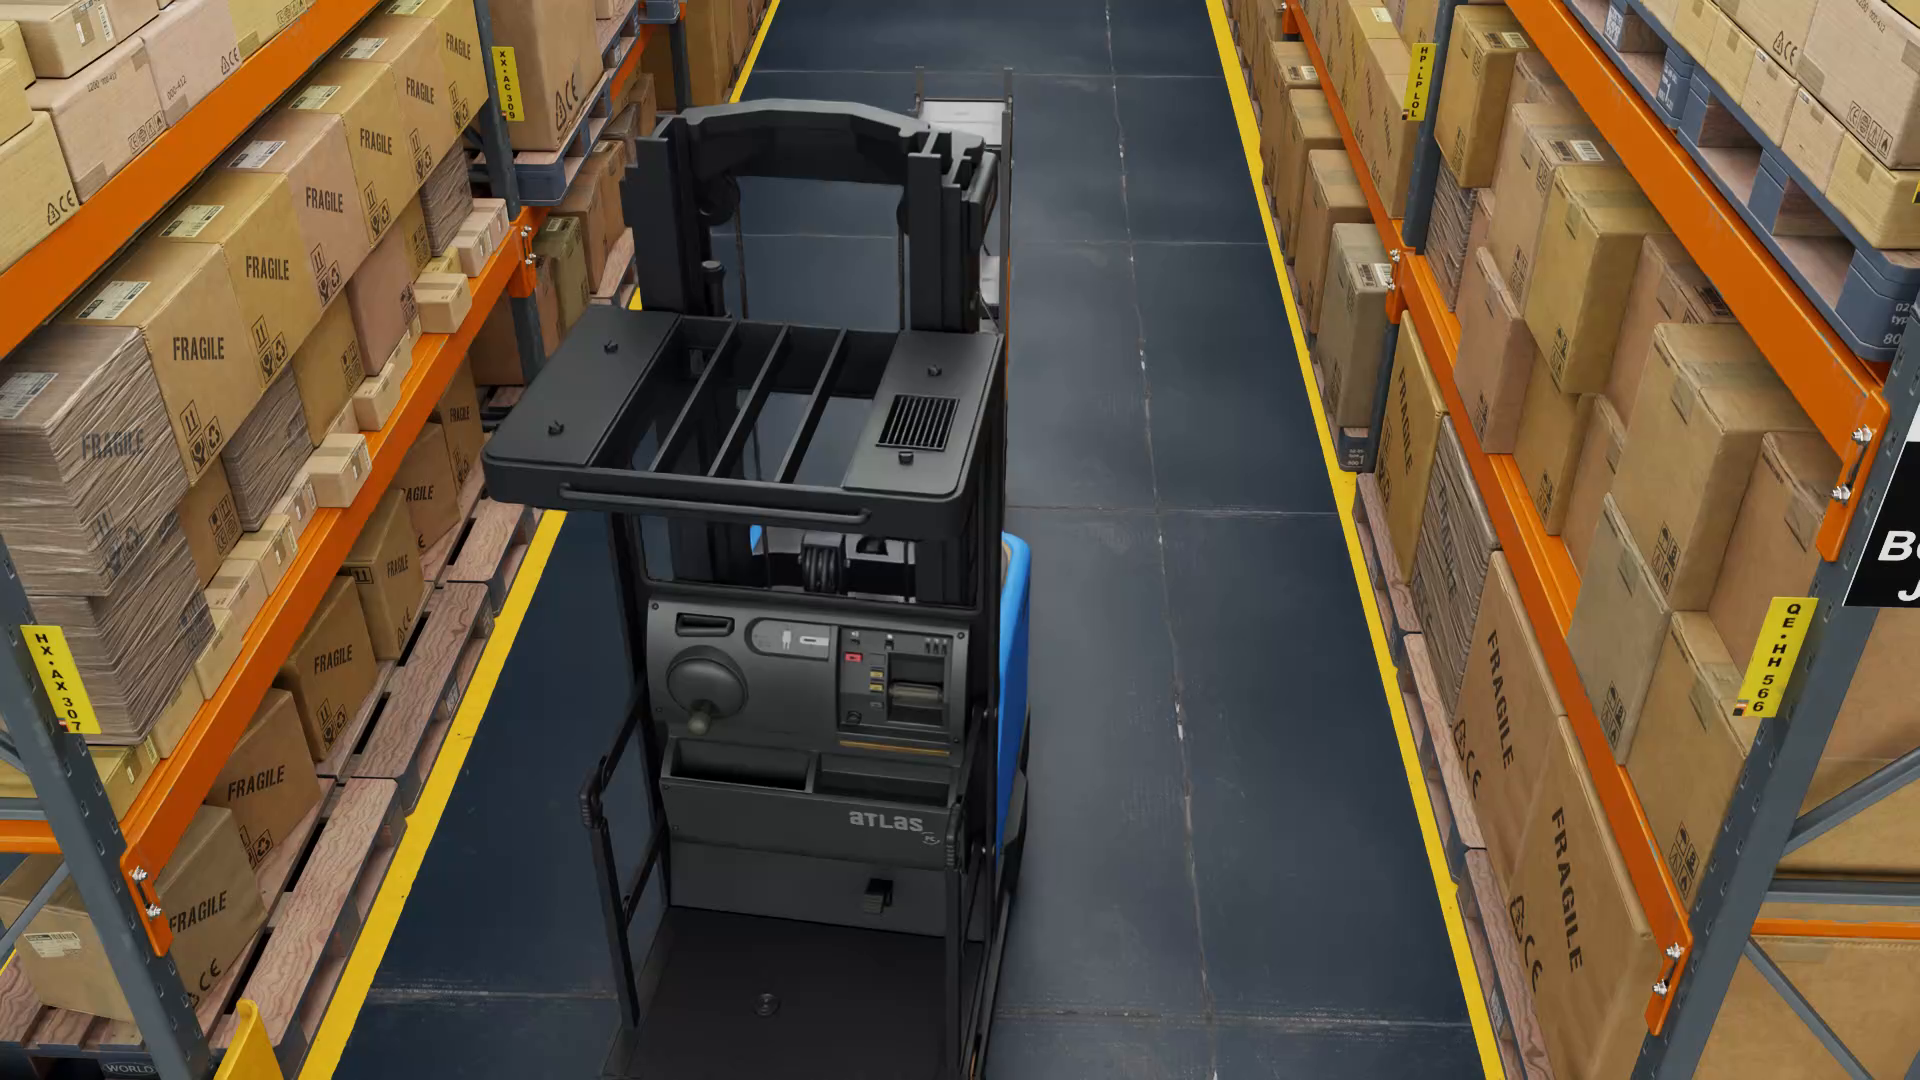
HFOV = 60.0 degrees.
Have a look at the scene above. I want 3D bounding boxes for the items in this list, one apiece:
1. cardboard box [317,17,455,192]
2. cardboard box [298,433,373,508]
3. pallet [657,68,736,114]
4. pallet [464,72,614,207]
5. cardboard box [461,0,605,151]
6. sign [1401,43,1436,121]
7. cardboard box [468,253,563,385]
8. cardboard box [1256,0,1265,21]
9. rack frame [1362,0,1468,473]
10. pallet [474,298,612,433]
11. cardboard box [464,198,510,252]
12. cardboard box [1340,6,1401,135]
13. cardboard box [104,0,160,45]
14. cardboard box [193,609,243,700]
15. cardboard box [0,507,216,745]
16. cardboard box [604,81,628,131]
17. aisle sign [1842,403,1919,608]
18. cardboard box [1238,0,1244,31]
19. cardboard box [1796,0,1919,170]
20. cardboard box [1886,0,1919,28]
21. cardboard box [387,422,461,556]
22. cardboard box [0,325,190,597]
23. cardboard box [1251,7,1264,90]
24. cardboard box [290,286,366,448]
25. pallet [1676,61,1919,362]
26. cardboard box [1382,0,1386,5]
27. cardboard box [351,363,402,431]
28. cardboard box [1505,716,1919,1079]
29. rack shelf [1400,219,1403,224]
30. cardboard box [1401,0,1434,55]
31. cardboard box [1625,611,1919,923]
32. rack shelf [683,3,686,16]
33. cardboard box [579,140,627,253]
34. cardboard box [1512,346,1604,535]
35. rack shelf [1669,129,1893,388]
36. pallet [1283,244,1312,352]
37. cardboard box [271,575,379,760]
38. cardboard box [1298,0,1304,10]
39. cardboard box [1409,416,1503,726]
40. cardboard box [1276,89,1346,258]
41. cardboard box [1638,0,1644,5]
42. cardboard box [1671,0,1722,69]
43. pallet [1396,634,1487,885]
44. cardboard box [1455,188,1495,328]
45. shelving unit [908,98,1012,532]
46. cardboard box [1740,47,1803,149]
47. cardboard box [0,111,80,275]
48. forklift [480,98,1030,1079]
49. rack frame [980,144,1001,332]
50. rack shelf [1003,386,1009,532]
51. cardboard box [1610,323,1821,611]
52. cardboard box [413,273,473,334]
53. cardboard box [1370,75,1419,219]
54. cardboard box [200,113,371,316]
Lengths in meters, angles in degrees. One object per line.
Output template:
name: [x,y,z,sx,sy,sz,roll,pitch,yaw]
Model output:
cardboard box: [-2.262,-1.645,6.266,0.500,0.500,0.500,1,35,2]
cardboard box: [-2.254,-0.242,5.704,0.380,0.149,0.250,1,35,2]
pallet: [-2.233,-3.234,12.167,1.003,0.211,1.213,1,35,2]
pallet: [-2.325,-1.982,8.129,1.003,0.211,1.213,1,35,2]
cardboard box: [-2.329,-2.496,7.805,1.000,1.000,1.000,2,35,2]
sign: [1.909,-1.901,6.908,0.100,0.325,0.005,1,35,2]
cardboard box: [-2.454,-1.135,8.547,0.700,0.500,0.500,-1,35,-2]
cardboard box: [2.387,-3.896,11.841,0.500,0.250,0.500,2,35,3]
rack frame: [2.451,-1.452,7.208,1.000,3.000,0.127,1,35,2]
pallet: [-2.471,-0.932,8.892,1.003,0.211,1.213,1,35,2]
cardboard box: [-2.215,-1.392,7.340,0.380,0.149,0.250,1,35,2]
cardboard box: [2.246,-2.380,8.441,0.500,0.500,0.500,2,35,2]
cardboard box: [-2.329,-1.398,4.305,0.380,0.149,0.250,1,35,2]
cardboard box: [-2.357,0.331,4.889,0.380,0.149,0.250,1,35,2]
cardboard box: [-2.612,0.195,4.518,0.875,0.500,0.500,1,35,2]
cardboard box: [-2.348,-2.697,10.117,0.500,0.250,0.500,5,35,7]
aisle sign: [1.988,-0.184,3.142,0.394,0.787,0.004,1,35,2]
cardboard box: [2.451,-4.174,12.889,0.500,0.500,0.500,2,35,3]
cardboard box: [2.031,-0.942,3.293,0.500,0.250,0.500,2,35,3]
cardboard box: [1.965,-1.019,3.055,0.380,0.149,0.250,2,35,2]
cardboard box: [-2.710,-0.194,5.714,1.144,2.239,2.984,12,37,17]
cardboard box: [-2.367,-0.208,4.222,0.500,0.500,0.500,1,35,2]
cardboard box: [2.402,-3.582,12.047,0.500,0.500,0.500,3,35,4]
cardboard box: [-2.609,-0.711,5.936,0.875,0.649,0.860,1,35,2]
pallet: [2.310,-0.772,3.708,1.003,0.211,1.213,1,35,2]
cardboard box: [2.526,-3.064,8.544,0.700,0.500,0.500,1,35,1]
cardboard box: [-2.290,-0.530,6.115,0.380,0.149,0.250,1,35,2]
cardboard box: [2.252,1.152,4.985,0.875,0.875,0.875,2,35,2]
rack shelf: [2.532,-2.387,8.994,0.919,0.124,3.809,1,35,2]
cardboard box: [2.484,-2.483,7.718,0.700,0.500,0.500,1,35,1]
cardboard box: [2.260,0.570,4.200,0.875,0.550,0.550,1,35,2]
rack shelf: [-2.260,-4.778,12.565,1.077,0.370,4.000,1,35,2]
cardboard box: [-2.372,-2.050,9.850,0.700,0.500,0.500,4,35,6]
cardboard box: [2.389,-0.371,5.538,0.875,0.550,0.500,1,35,2]
rack shelf: [2.371,-1.316,4.861,0.919,0.124,3.809,1,35,2]
pallet: [2.453,-1.459,9.643,1.003,0.211,1.213,1,35,2]
cardboard box: [-2.586,0.462,6.292,0.500,0.500,0.500,4,35,6]
cardboard box: [2.324,-3.540,10.091,0.500,0.500,0.500,2,35,2]
cardboard box: [2.324,0.123,6.449,0.875,0.875,0.875,2,35,2]
cardboard box: [2.466,-2.152,9.794,1.050,0.750,0.750,2,35,3]
cardboard box: [2.027,-1.567,4.528,0.380,0.149,0.250,2,35,2]
cardboard box: [2.006,-1.275,4.113,0.380,0.149,0.250,1,35,1]
pallet: [2.296,0.826,6.391,1.003,0.211,1.213,1,35,2]
cardboard box: [2.449,-0.985,6.412,0.875,0.550,0.550,1,35,2]
shelving unit: [5.825,-2.156,6.256,12.070,5.092,0.667,1,35,2]
cardboard box: [1.986,-0.983,3.697,0.380,0.149,0.250,2,35,3]
cardboard box: [-2.384,-0.764,3.750,0.500,0.250,0.500,2,35,3]
forklift: [-0.472,0.449,4.562,1.121,2.935,3.031,5,35,7]
rack frame: [-0.002,-0.814,7.082,0.380,1.831,0.006,1,35,2]
rack shelf: [0.007,-0.370,7.692,0.431,0.518,0.480,1,35,2]
cardboard box: [2.274,-0.188,4.339,0.875,0.550,0.550,1,35,2]
cardboard box: [-2.204,-0.960,6.726,0.380,0.149,0.250,1,35,2]
cardboard box: [2.205,-1.799,7.615,0.500,0.500,0.500,1,35,2]
cardboard box: [-2.307,-1.070,5.449,0.500,0.500,0.500,1,35,2]
